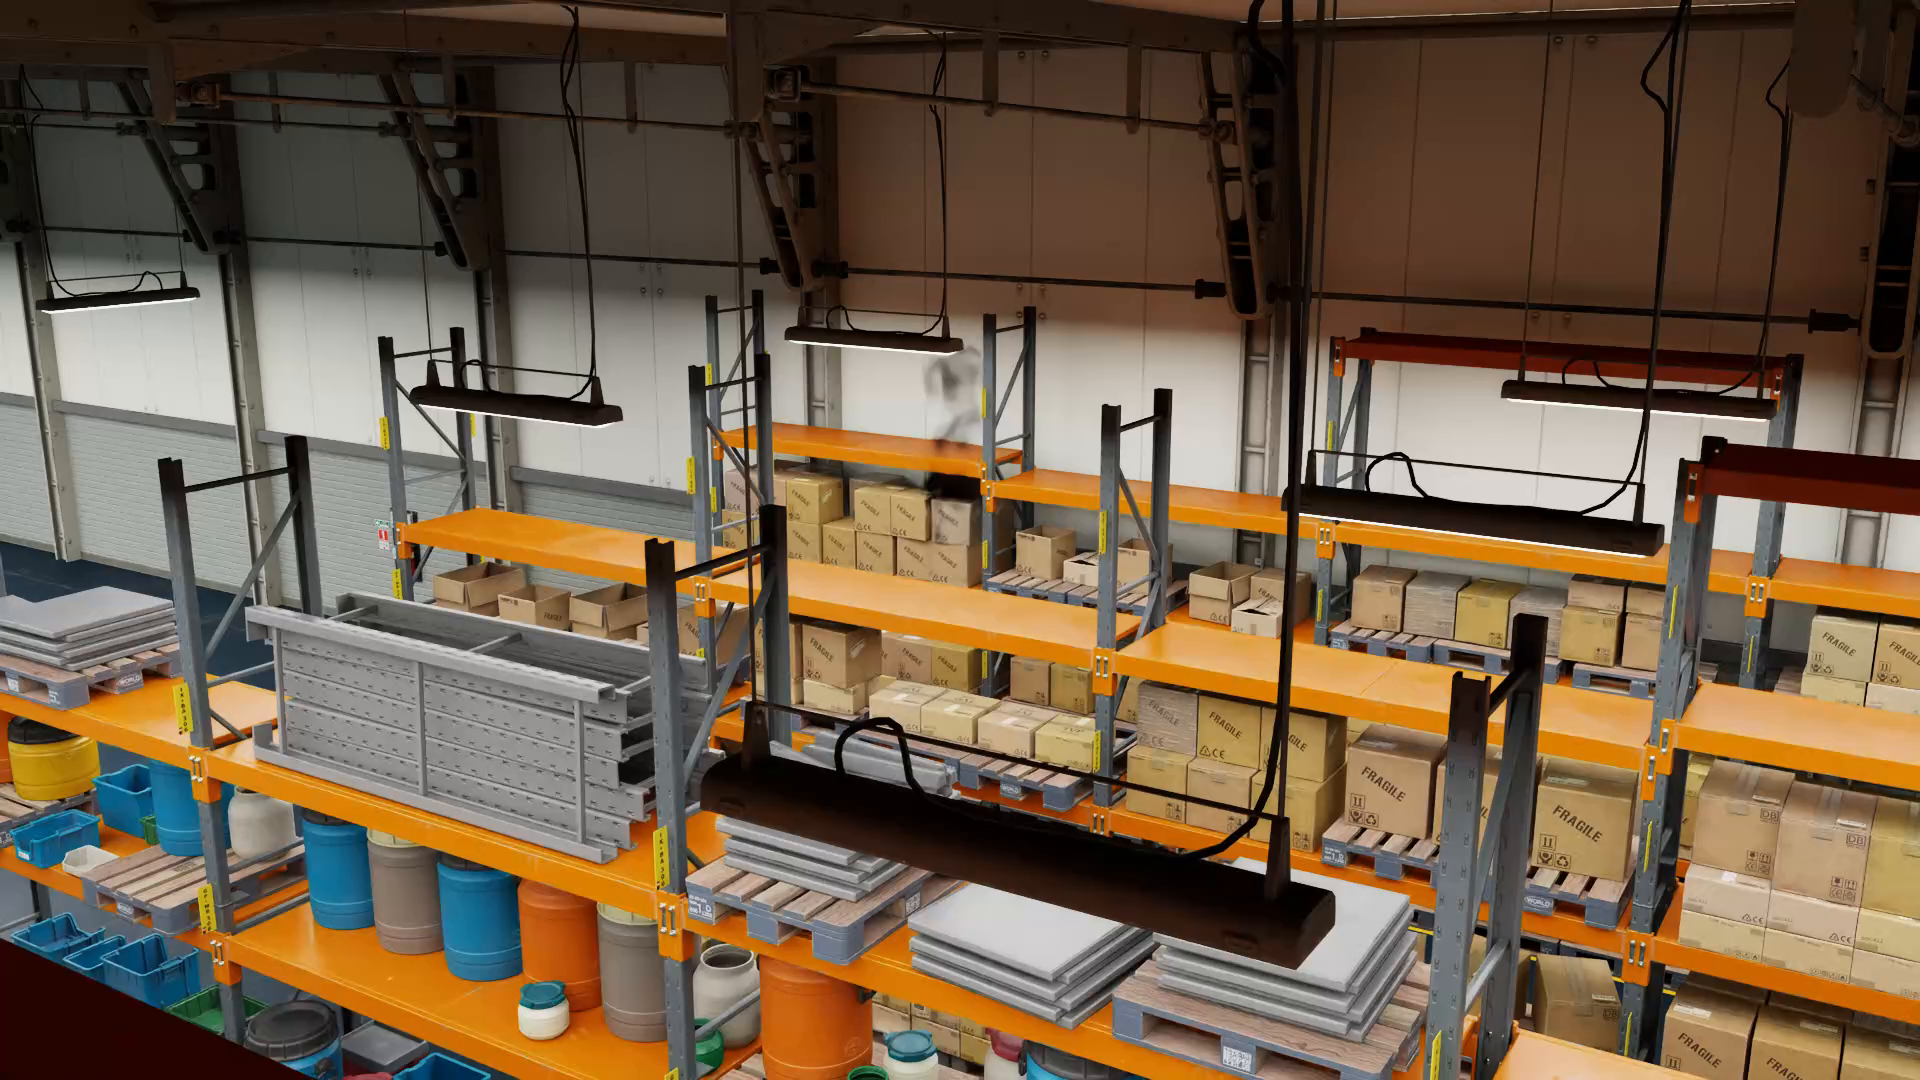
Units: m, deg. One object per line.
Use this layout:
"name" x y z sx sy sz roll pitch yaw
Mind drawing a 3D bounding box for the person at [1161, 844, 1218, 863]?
"person" 2.344 3.411 16.104 0.838 1.729 0.587 6 15 22
